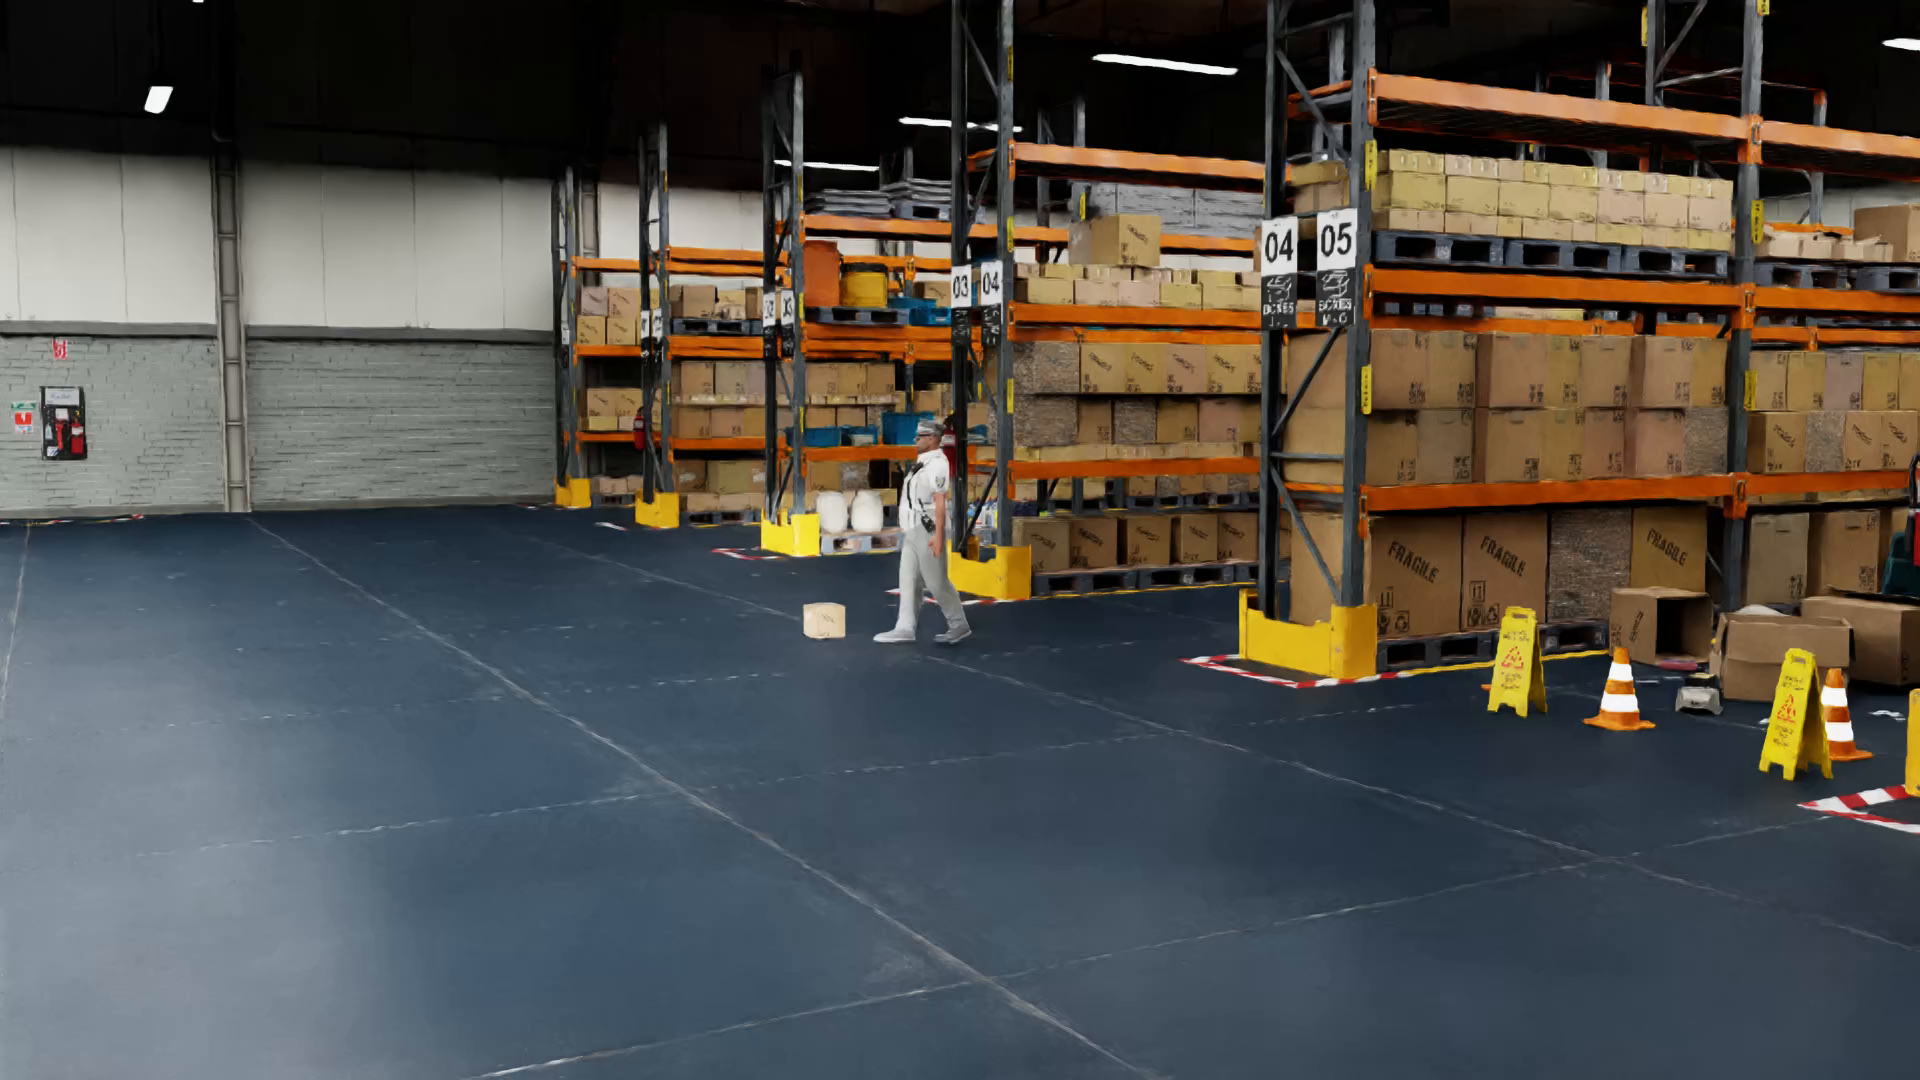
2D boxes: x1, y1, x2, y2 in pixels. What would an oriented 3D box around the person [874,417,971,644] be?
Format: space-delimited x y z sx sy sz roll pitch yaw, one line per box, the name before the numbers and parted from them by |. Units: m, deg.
person | -0.287 -0.076 12.929 0.735 1.755 0.570 -1 5 -14
